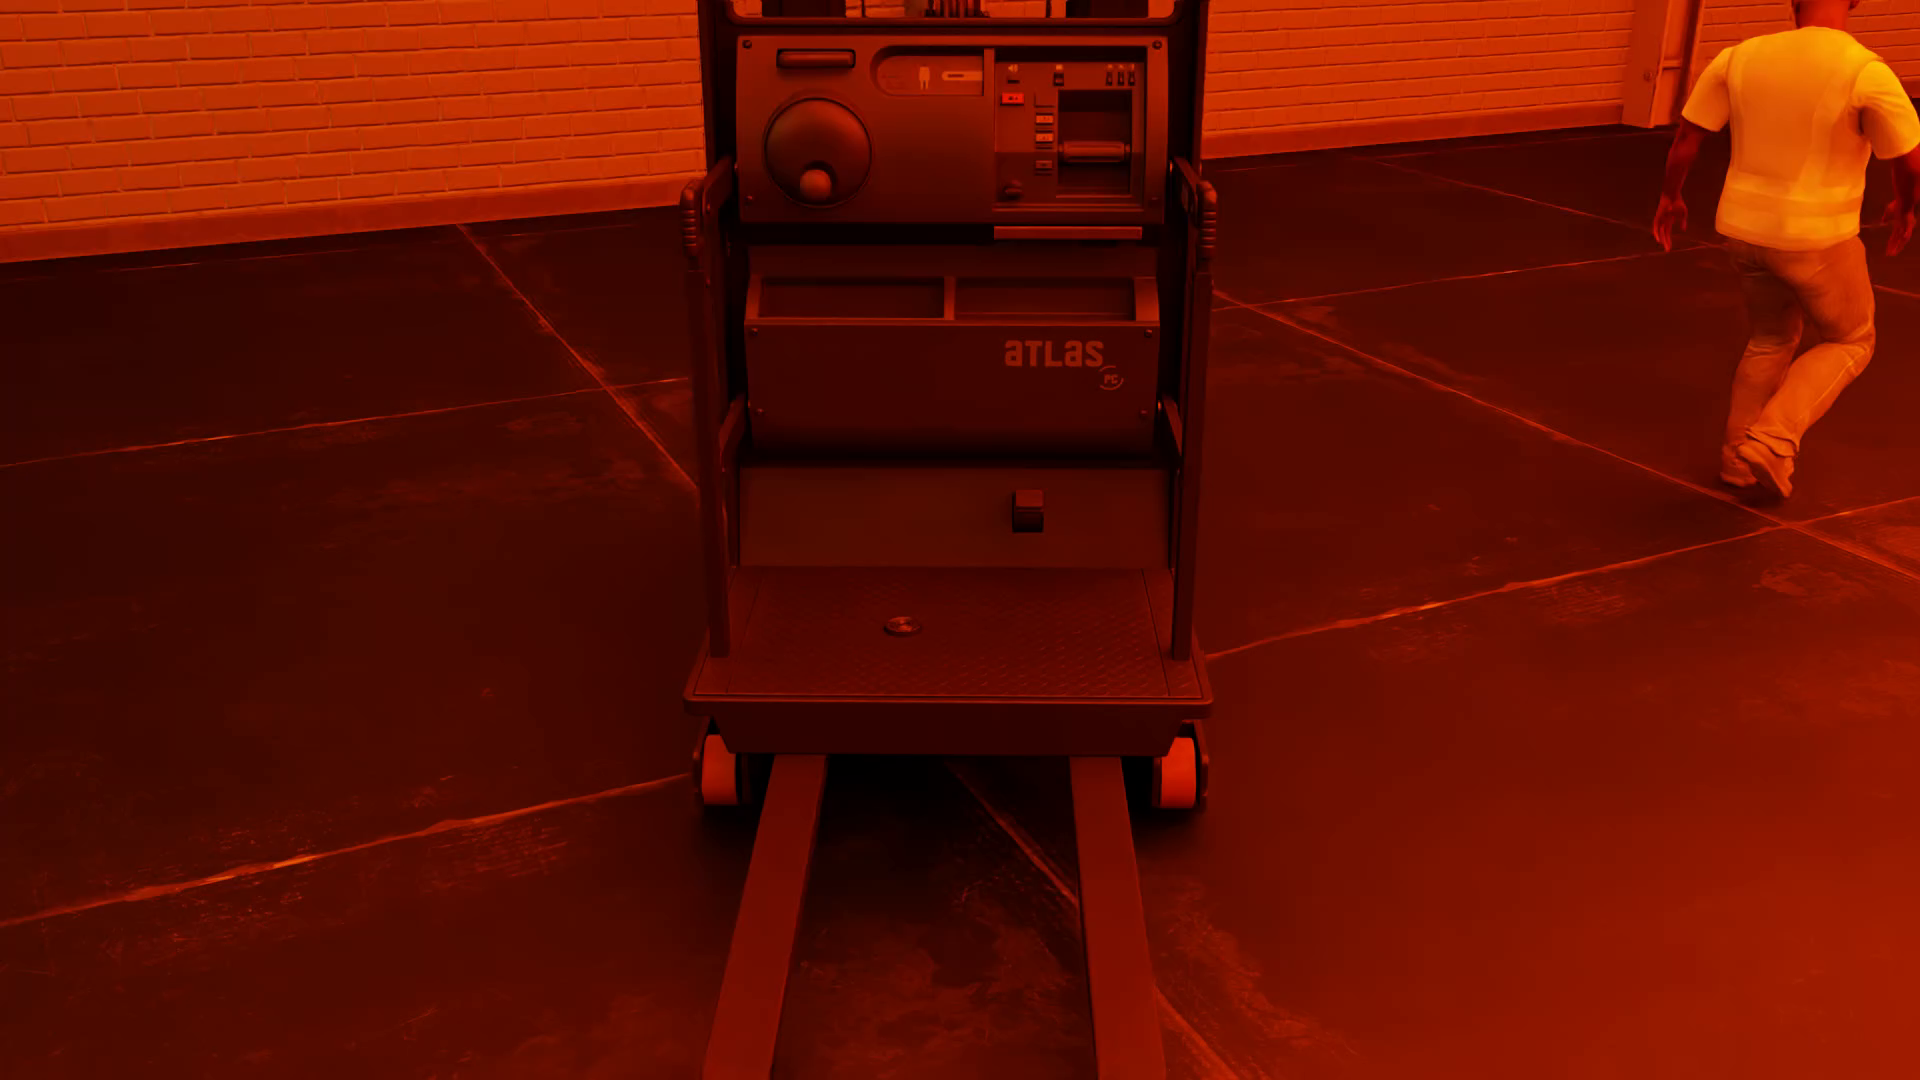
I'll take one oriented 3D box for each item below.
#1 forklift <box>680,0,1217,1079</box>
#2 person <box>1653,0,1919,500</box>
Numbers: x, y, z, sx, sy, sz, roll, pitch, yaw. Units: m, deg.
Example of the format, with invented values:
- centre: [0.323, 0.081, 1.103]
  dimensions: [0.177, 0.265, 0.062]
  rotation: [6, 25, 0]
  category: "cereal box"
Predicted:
- centre: [-0.019, -0.877, 3.397]
  dimensions: [1.130, 2.935, 3.031]
  rotation: [0, 23, 1]
  category: "forklift"
- centre: [2.612, -0.991, 5.247]
  dimensions: [0.527, 1.724, 0.788]
  rotation: [-10, 25, -23]
  category: "person"
